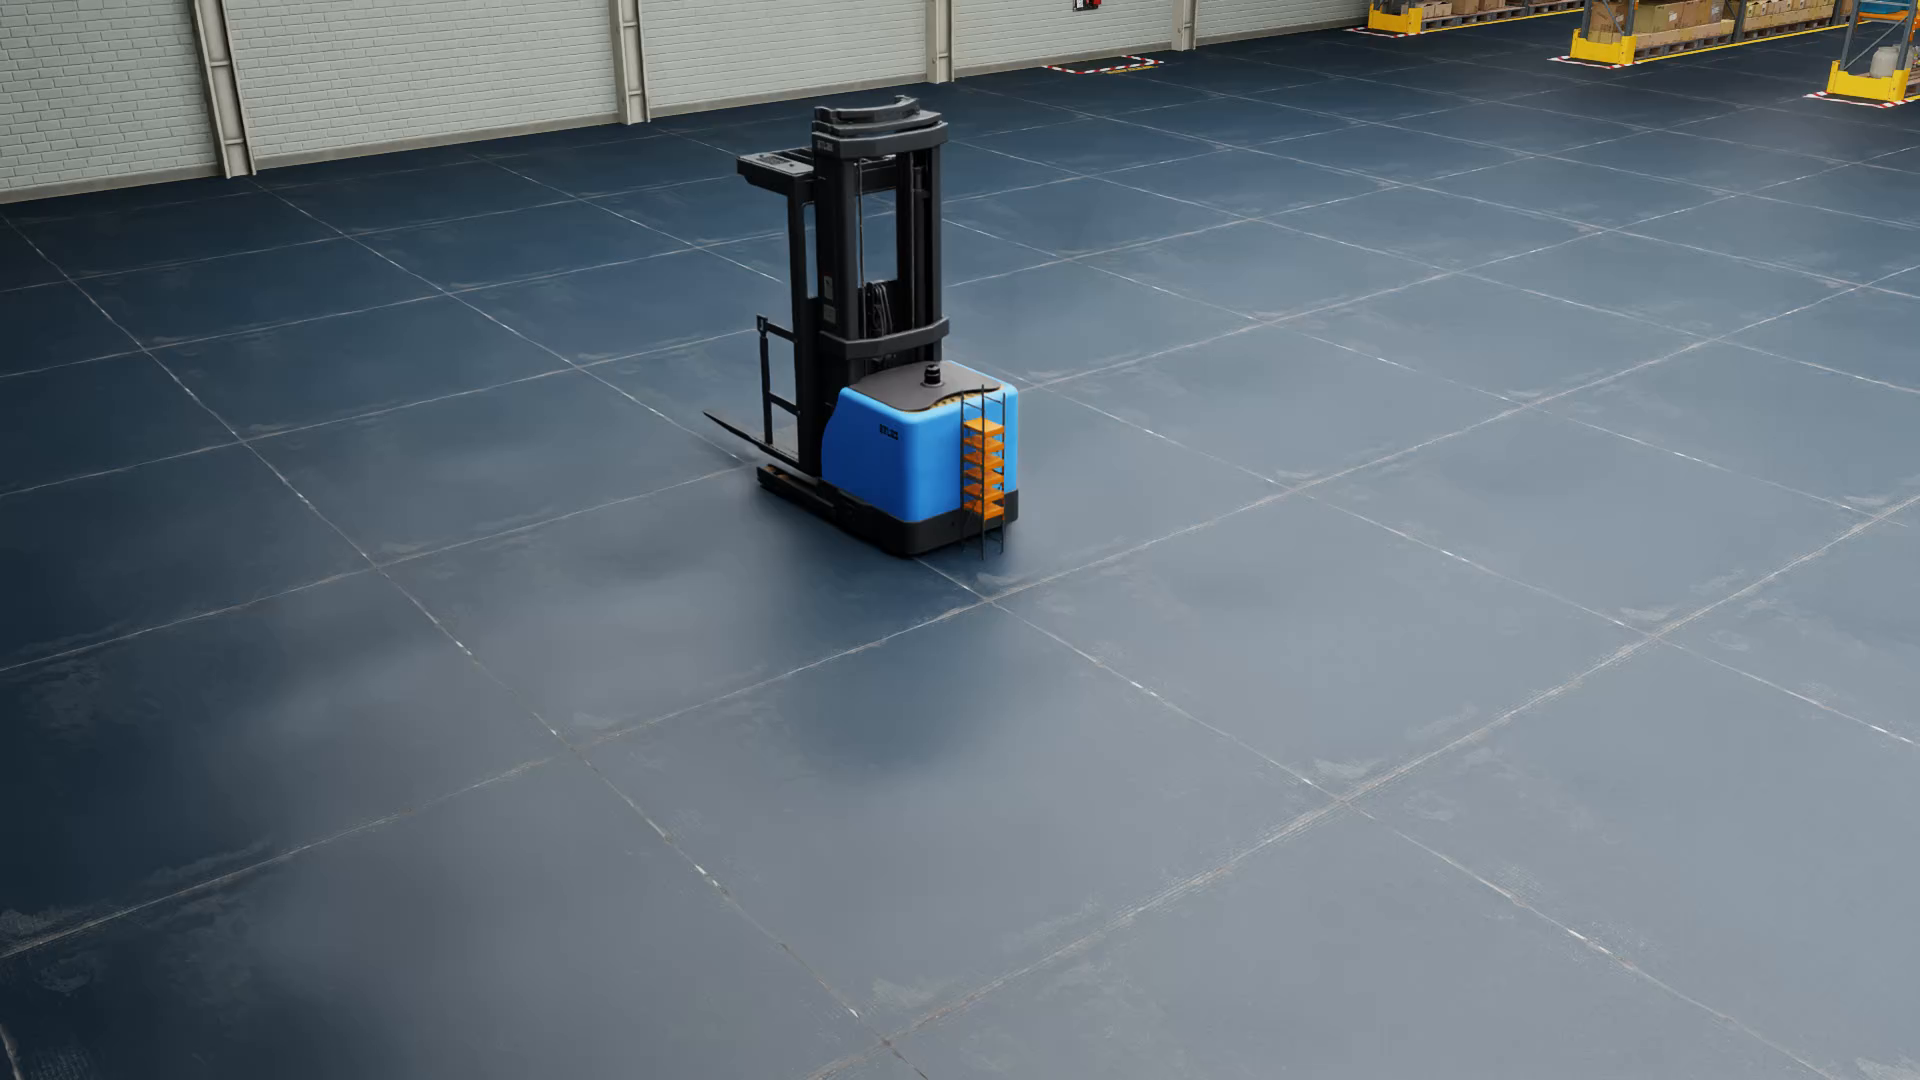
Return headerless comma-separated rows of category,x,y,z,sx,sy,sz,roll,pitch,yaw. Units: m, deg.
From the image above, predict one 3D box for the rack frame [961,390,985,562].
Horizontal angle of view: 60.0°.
rack frame,0.086,-0.430,11.379,0.006,1.200,0.240,-20,31,-36

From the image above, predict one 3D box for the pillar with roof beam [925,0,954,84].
pillar with roof beam,2.307,-10.731,24.311,0.400,9.000,9.100,-18,31,-34

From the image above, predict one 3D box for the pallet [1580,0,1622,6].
pallet,14.756,-12.696,38.982,1.213,0.211,1.003,-18,31,-34

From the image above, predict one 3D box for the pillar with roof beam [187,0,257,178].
pillar with roof beam,-7.136,-7.614,17.594,0.400,9.000,9.100,-18,31,-34

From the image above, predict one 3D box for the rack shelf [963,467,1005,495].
rack shelf,0.155,-0.415,11.452,0.180,0.103,0.258,-20,31,-36

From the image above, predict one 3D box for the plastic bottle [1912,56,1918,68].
plastic bottle,16.781,-8.412,29.240,0.097,0.201,0.097,0,25,0

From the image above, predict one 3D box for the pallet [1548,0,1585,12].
pallet,13.797,-12.381,38.303,1.213,0.211,1.003,-18,31,-34

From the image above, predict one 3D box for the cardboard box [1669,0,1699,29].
cardboard box,13.877,-10.183,32.132,0.500,0.500,0.500,-18,31,-34

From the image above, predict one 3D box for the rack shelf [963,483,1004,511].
rack shelf,0.155,-0.306,11.502,0.180,0.103,0.258,-20,31,-36

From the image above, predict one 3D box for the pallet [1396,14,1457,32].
pallet,9.797,-11.039,35.413,1.213,0.211,1.003,-18,31,-34

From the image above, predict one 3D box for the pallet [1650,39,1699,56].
pallet,13.672,-9.708,32.544,1.213,0.211,1.003,-18,31,-34

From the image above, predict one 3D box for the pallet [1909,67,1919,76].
pallet,16.823,-8.098,29.076,1.213,0.211,1.003,-18,31,-34

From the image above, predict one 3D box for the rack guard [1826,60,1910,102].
rack guard,15.221,-7.705,27.885,0.348,0.500,1.175,-18,31,-34

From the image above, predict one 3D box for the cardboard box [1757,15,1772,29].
cardboard box,16.157,-10.583,33.884,0.500,0.250,0.500,-17,30,-33

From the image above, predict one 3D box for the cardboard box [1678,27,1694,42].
cardboard box,13.877,-9.843,32.290,0.500,0.250,0.500,-18,31,-34

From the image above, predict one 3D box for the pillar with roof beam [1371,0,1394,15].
pillar with roof beam,11.750,-13.849,31.027,0.400,9.000,9.100,-18,31,-34

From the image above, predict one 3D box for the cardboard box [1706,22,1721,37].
cardboard box,14.654,-10.108,32.861,0.500,0.250,0.500,-18,31,-34

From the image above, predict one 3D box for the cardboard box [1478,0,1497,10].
cardboard box,11.432,-11.907,36.417,0.500,0.500,0.500,-21,32,-38

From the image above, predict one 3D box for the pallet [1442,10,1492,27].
pallet,10.757,-11.355,36.092,1.213,0.211,1.003,-18,31,-34

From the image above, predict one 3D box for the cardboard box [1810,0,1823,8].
cardboard box,17.766,-11.366,34.906,0.500,0.311,0.500,-19,31,-35

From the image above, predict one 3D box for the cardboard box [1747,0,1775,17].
cardboard box,16.160,-10.835,33.761,0.500,0.311,0.500,-19,31,-35

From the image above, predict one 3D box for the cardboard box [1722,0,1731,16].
cardboard box,15.426,-10.882,33.863,0.500,0.311,0.500,-18,31,-34

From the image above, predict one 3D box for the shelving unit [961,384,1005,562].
shelving unit,0.155,-0.455,11.433,0.189,1.200,0.258,-20,31,-36

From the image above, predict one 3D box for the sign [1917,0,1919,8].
sign,15.526,-8.745,26.829,0.005,0.325,0.100,-18,31,-34

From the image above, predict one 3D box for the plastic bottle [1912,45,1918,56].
plastic bottle,16.817,-8.560,29.383,0.185,0.351,0.144,-17,30,-32

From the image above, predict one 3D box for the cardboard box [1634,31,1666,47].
cardboard box,13.087,-9.585,31.735,0.500,0.250,0.500,-18,31,-34

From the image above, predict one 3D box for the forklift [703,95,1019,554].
forklift,-0.896,-1.781,12.233,1.130,2.935,3.031,-19,31,-35

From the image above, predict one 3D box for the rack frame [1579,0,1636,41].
rack frame,12.136,-10.445,30.820,0.127,3.000,1.000,-18,31,-34

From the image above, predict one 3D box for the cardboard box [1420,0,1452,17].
cardboard box,10.125,-11.363,35.470,0.500,0.311,0.500,-15,29,-30

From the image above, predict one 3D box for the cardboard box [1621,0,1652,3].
cardboard box,13.152,-10.231,32.236,0.500,0.500,0.500,-18,31,-34

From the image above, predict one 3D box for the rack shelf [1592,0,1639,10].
rack shelf,13.710,-10.638,32.091,4.000,0.370,1.077,-18,31,-34

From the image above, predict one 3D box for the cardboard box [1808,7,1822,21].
cardboard box,17.765,-11.114,35.029,0.500,0.250,0.500,-19,31,-35

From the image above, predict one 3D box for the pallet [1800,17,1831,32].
pallet,17.760,-11.057,35.452,1.213,0.211,1.003,-18,31,-34

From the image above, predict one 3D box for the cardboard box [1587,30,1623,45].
cardboard box,12.376,-9.626,31.822,0.500,0.250,0.500,-18,31,-34

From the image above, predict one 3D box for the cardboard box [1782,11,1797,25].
cardboard box,16.964,-10.850,34.460,0.500,0.250,0.500,-18,30,-33

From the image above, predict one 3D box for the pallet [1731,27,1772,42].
pallet,15.840,-10.424,34.086,1.213,0.211,1.003,-18,31,-34

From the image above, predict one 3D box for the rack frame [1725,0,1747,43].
rack frame,15.284,-11.484,33.059,0.127,3.000,1.000,-18,31,-34

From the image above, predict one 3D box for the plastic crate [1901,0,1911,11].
plastic crate,15.914,-9.132,28.167,0.408,0.251,0.499,-18,31,-34

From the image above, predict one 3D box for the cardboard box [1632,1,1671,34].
cardboard box,13.088,-9.925,31.575,0.500,0.500,0.500,-18,31,-34

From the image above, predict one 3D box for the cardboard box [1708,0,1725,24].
cardboard box,14.653,-10.449,32.705,0.500,0.500,0.500,-18,31,-34

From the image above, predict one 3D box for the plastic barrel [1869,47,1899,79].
plastic barrel,15.661,-8.062,28.141,0.421,0.512,0.421,0,25,0

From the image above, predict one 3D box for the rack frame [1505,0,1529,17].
rack frame,12.224,-13.124,36.593,0.127,3.000,1.000,-18,31,-34

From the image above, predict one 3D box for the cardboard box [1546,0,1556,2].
cardboard box,13.169,-12.538,37.775,0.500,0.500,0.700,-19,31,-35

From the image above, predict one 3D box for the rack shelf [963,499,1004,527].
rack shelf,0.155,-0.197,11.553,0.180,0.103,0.258,-20,31,-36

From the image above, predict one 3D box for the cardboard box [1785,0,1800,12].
cardboard box,16.972,-11.106,34.346,0.500,0.311,0.500,-17,30,-33
